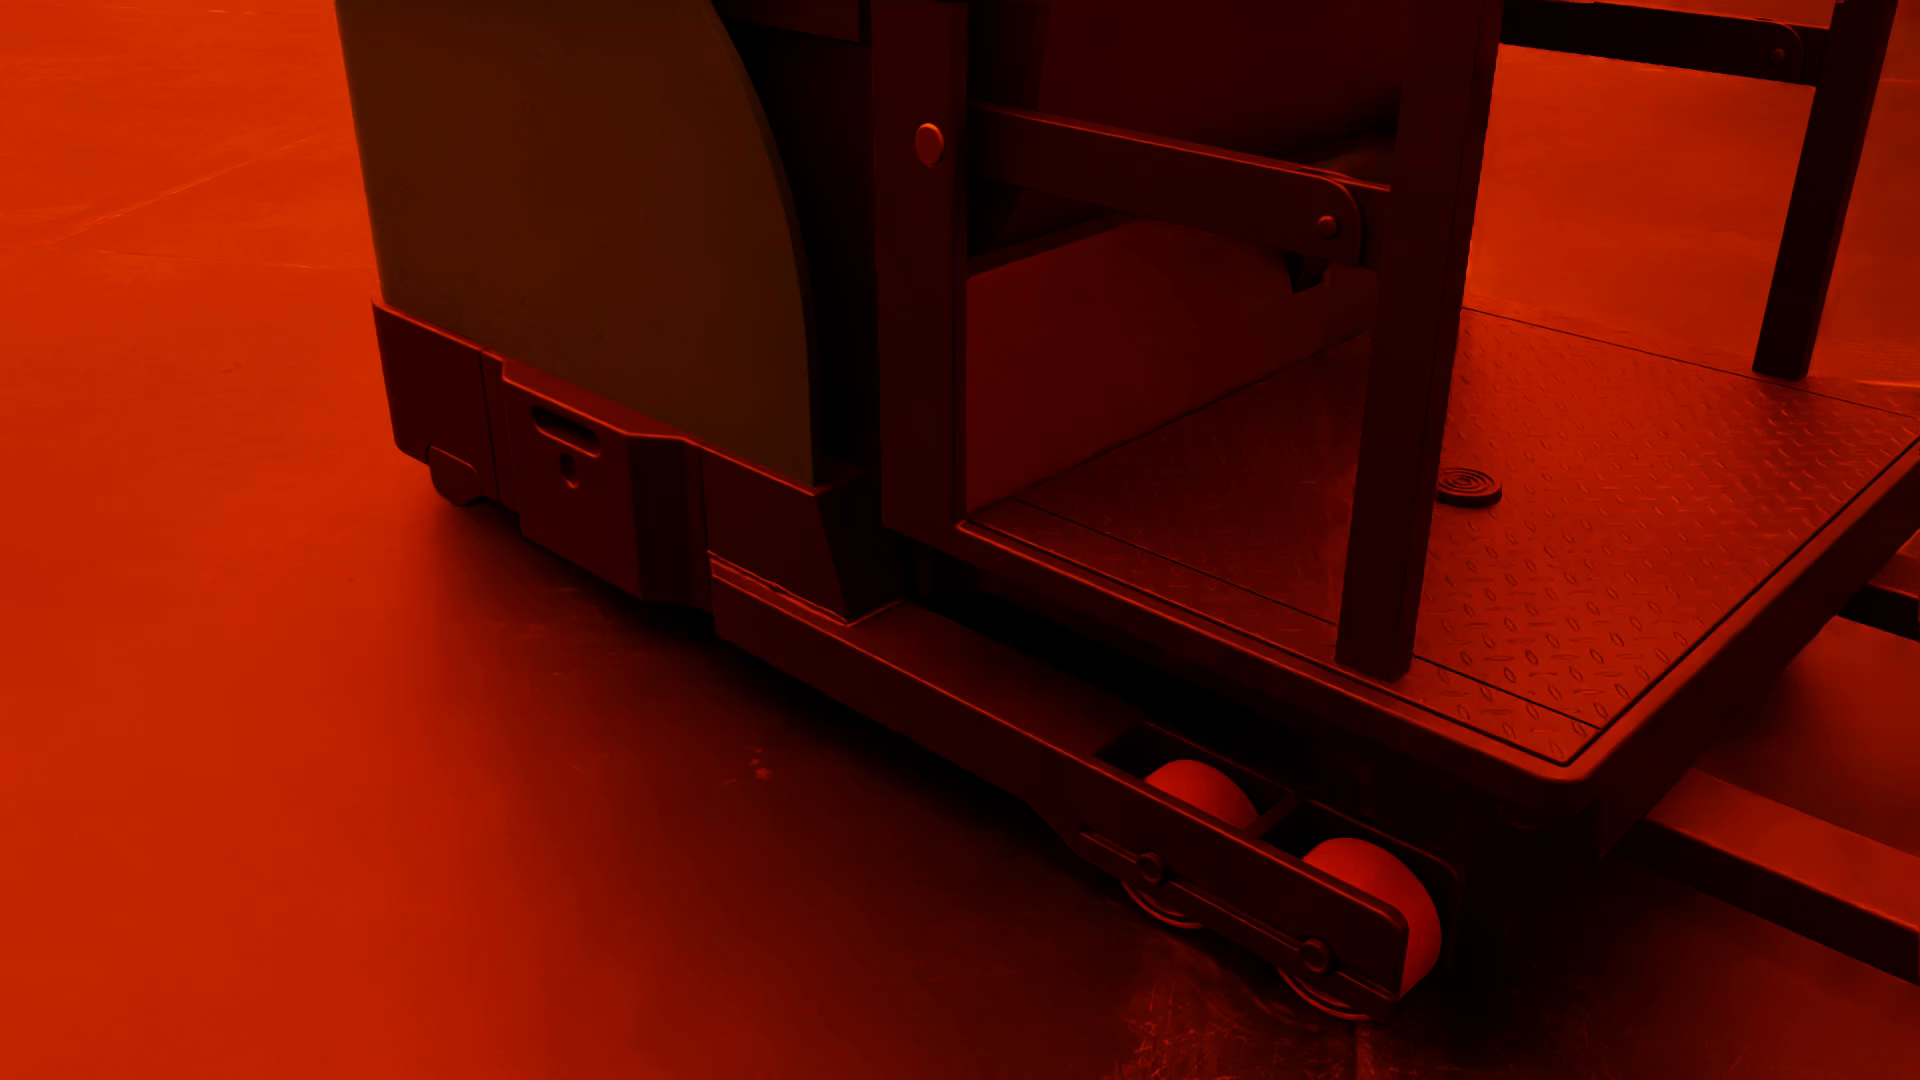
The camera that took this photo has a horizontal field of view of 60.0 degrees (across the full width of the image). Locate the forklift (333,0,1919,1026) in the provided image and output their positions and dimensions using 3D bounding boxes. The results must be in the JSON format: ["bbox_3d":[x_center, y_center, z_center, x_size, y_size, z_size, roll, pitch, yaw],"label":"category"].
[{"bbox_3d":[0.511,-1.118,1.462,3.031,2.935,1.130,23,35,38],"label":"forklift"}]
